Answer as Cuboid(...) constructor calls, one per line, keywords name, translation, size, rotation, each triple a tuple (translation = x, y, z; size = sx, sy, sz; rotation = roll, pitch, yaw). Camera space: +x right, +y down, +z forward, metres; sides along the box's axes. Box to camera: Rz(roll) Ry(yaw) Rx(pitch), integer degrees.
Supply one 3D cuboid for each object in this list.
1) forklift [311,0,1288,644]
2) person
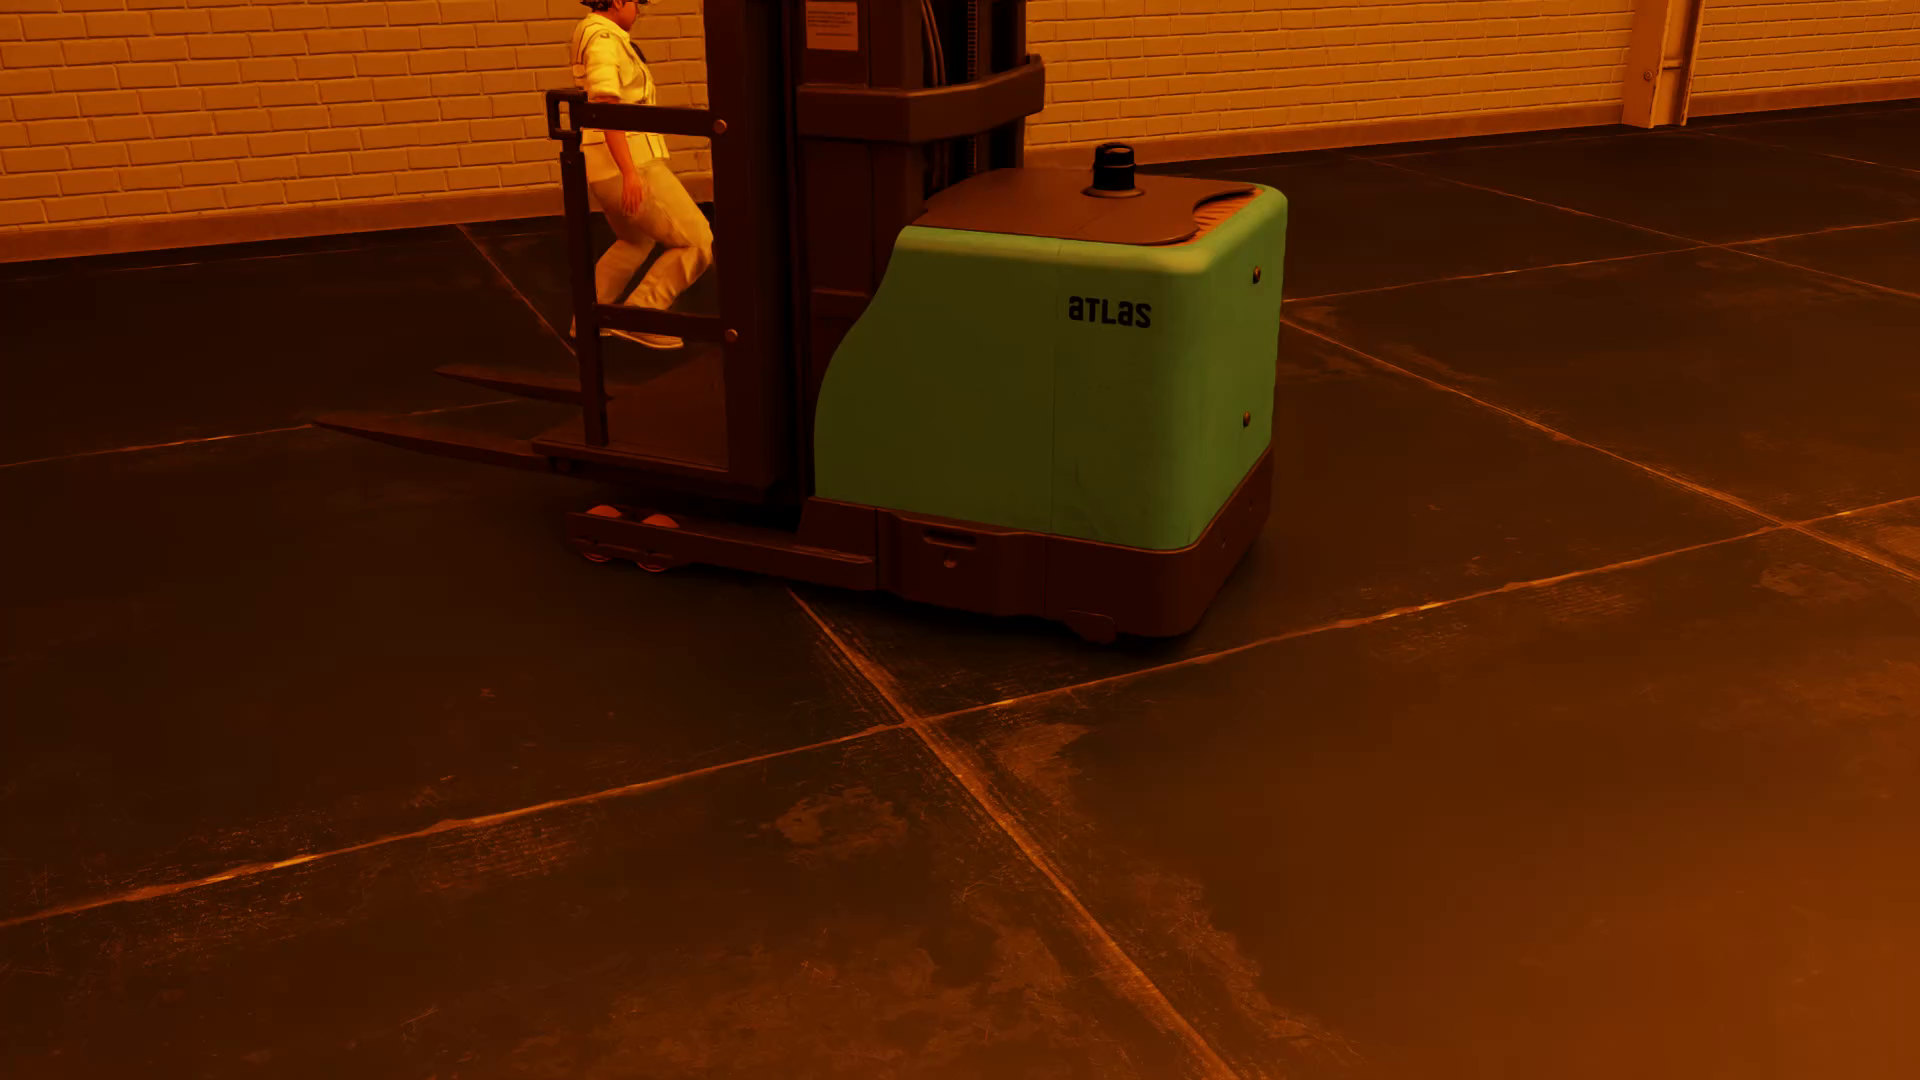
Cuboid(name="forklift", translation=(-0.616, -1.433, 4.736), size=(3.031, 2.935, 1.130), rotation=(9, 24, 21))
Cuboid(name="person", translation=(-1.347, -1.526, 6.775), size=(0.588, 1.570, 0.864), rotation=(-6, 23, -14))
